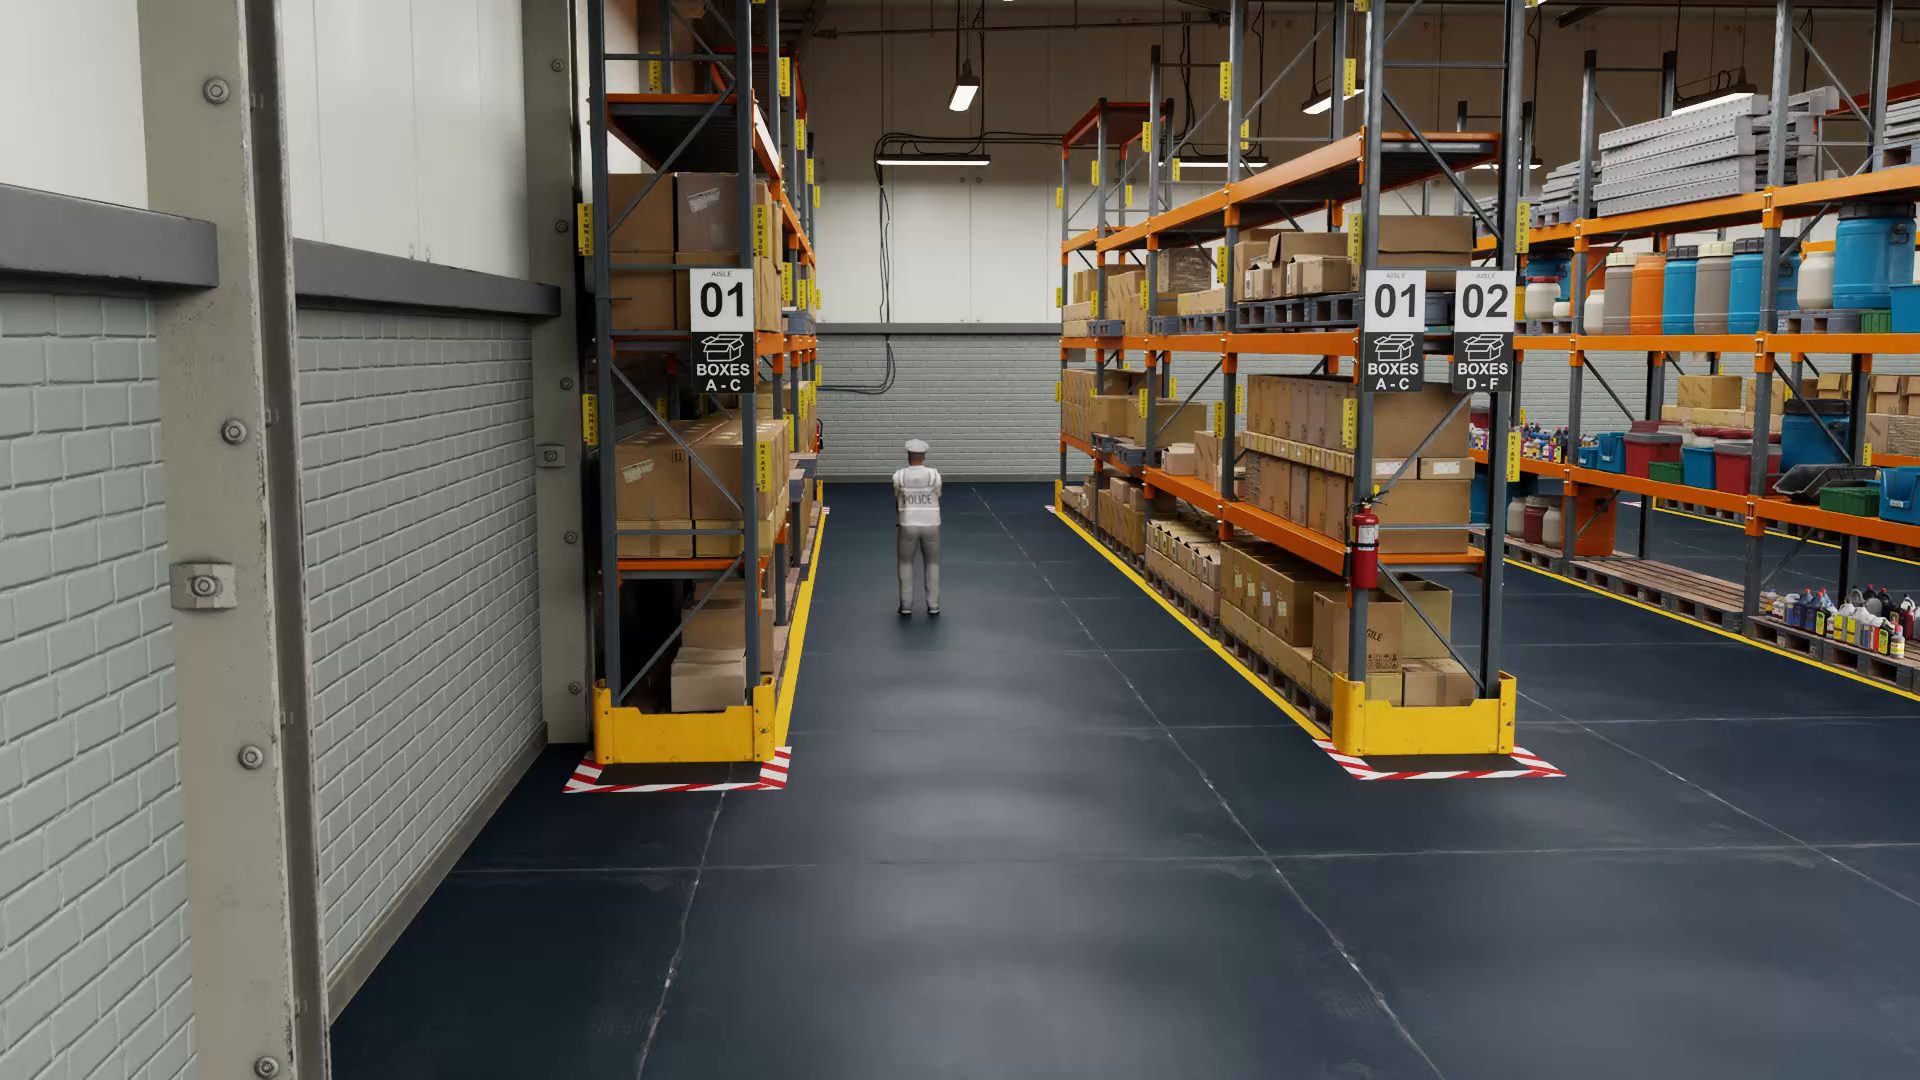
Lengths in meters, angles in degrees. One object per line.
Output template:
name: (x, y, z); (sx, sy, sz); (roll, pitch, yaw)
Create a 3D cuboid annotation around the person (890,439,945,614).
person: (-0.424, -0.129, 16.770); (0.560, 1.753, 0.436); (-1, 7, -5)
